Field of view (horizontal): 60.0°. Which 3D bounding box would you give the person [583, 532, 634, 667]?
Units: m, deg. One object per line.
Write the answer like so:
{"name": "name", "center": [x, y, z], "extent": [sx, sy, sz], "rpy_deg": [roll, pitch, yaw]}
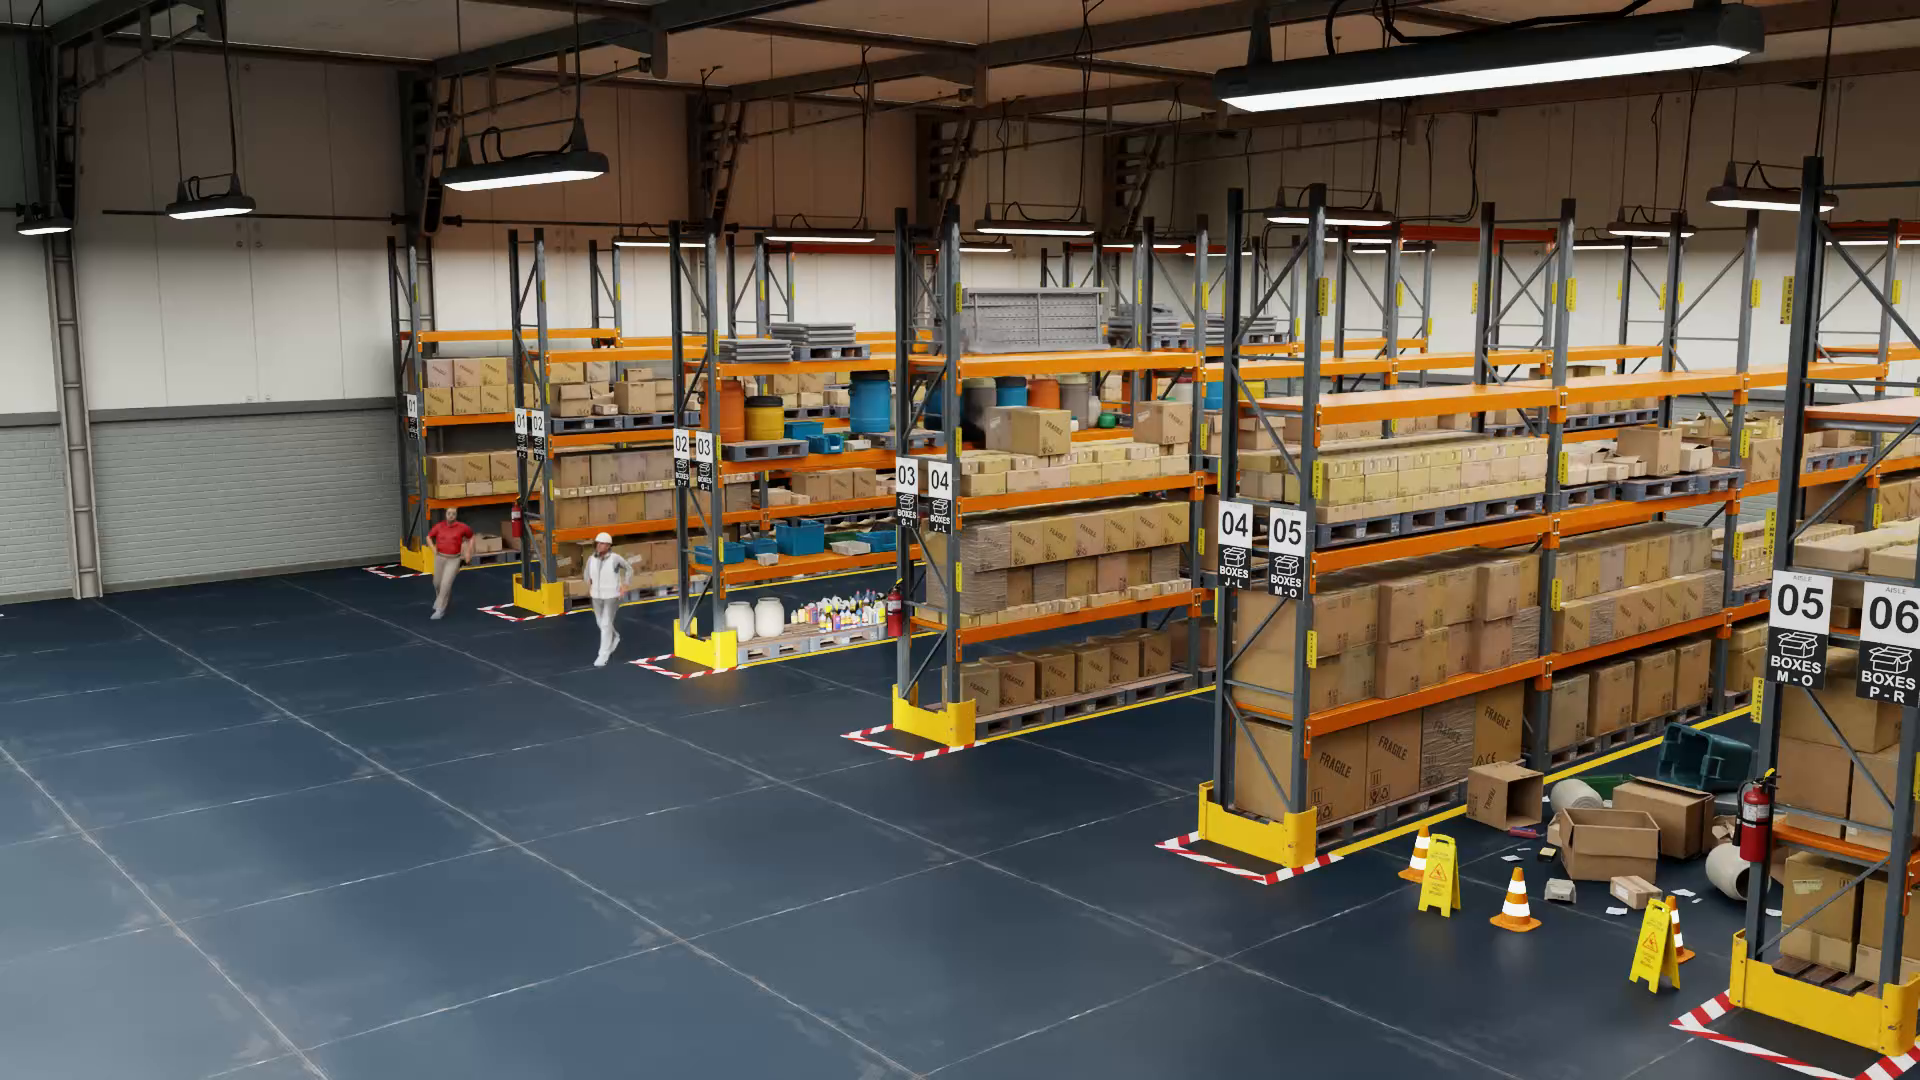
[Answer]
{"name": "person", "center": [-4.860, 0.778, 22.888], "extent": [0.677, 1.790, 0.862], "rpy_deg": [3, 9, 17]}

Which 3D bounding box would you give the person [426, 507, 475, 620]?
{"name": "person", "center": [-8.007, 0.329, 26.033], "extent": [0.739, 1.700, 0.973], "rpy_deg": [0, 9, -1]}
